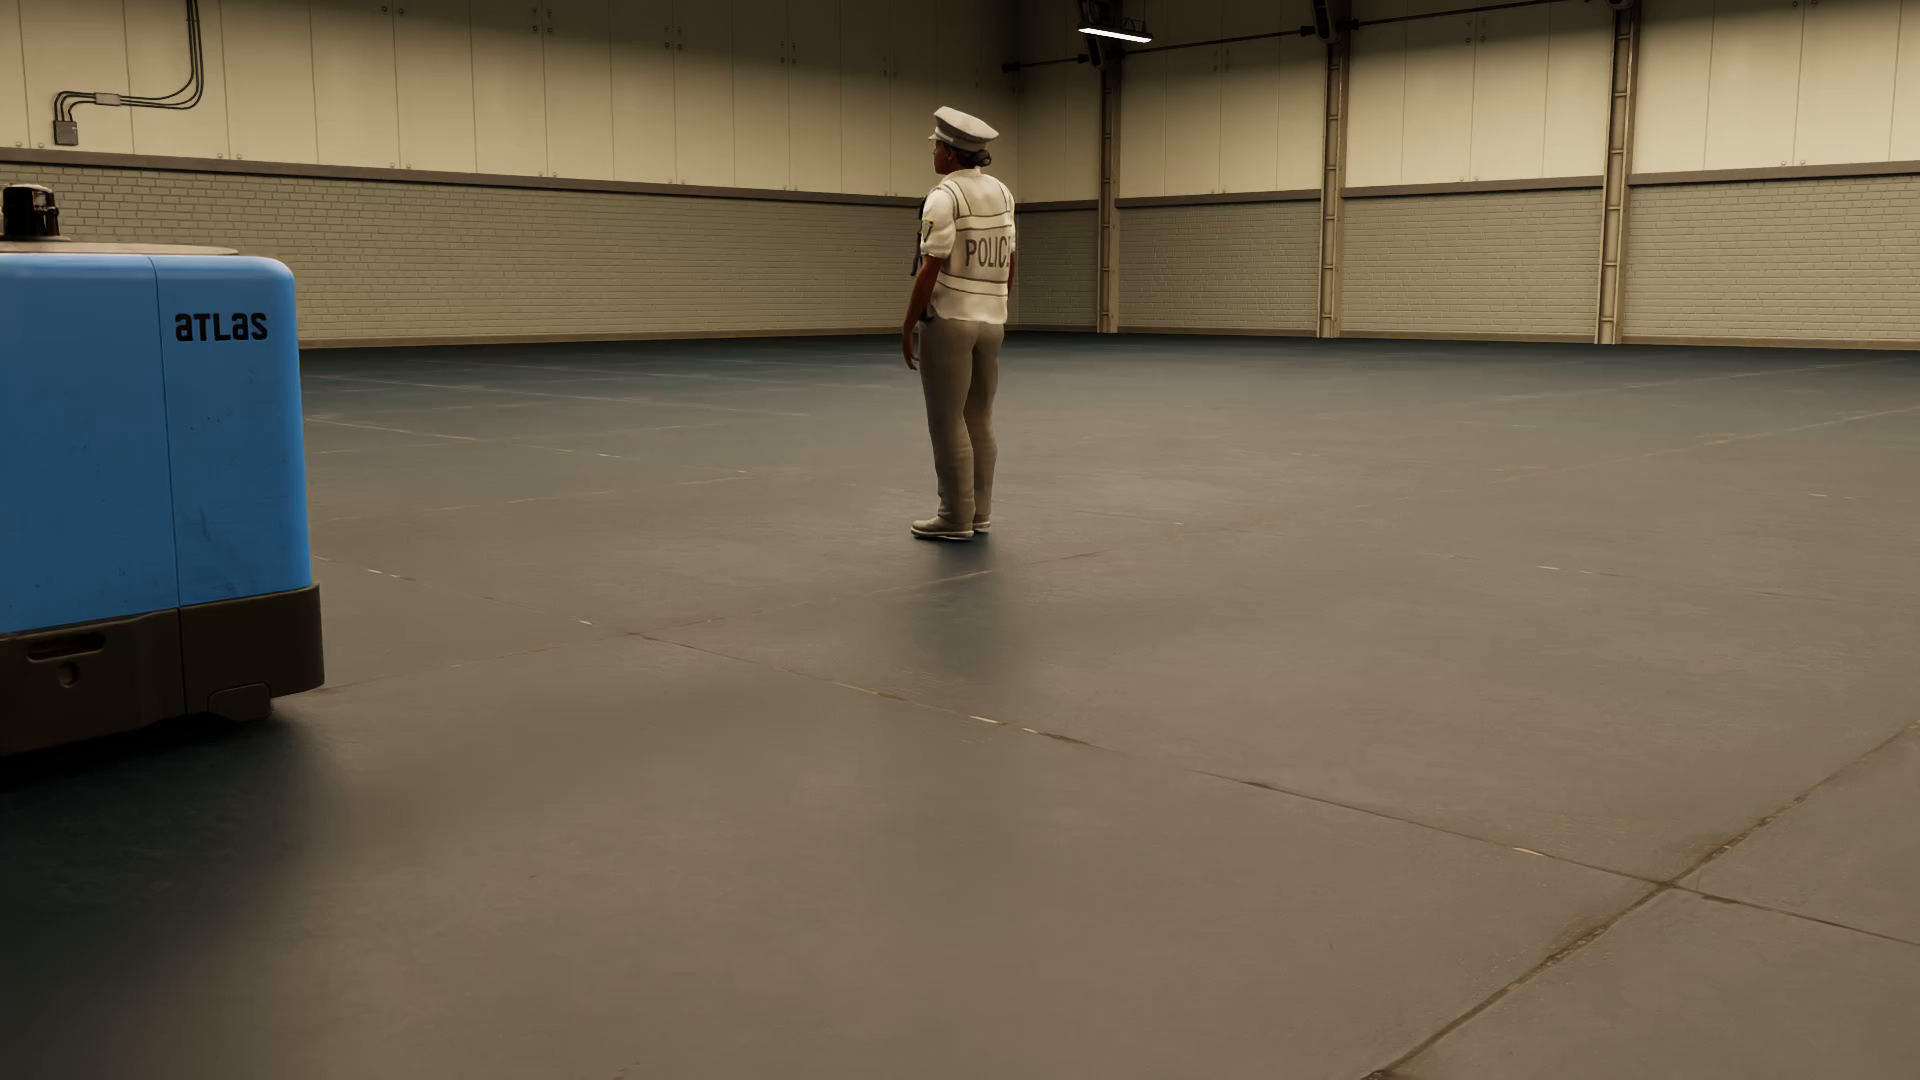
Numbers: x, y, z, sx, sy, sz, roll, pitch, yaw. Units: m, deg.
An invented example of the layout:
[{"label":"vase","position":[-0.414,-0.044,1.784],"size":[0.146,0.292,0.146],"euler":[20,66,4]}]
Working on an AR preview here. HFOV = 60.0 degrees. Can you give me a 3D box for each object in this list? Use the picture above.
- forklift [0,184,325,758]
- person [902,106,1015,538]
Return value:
[{"label":"forklift","position":[-2.821,-0.907,2.897],"size":[1.130,2.935,3.031],"euler":[7,11,38]},{"label":"person","position":[-0.040,-0.855,6.656],"size":[0.528,1.695,0.569],"euler":[8,12,43]}]
